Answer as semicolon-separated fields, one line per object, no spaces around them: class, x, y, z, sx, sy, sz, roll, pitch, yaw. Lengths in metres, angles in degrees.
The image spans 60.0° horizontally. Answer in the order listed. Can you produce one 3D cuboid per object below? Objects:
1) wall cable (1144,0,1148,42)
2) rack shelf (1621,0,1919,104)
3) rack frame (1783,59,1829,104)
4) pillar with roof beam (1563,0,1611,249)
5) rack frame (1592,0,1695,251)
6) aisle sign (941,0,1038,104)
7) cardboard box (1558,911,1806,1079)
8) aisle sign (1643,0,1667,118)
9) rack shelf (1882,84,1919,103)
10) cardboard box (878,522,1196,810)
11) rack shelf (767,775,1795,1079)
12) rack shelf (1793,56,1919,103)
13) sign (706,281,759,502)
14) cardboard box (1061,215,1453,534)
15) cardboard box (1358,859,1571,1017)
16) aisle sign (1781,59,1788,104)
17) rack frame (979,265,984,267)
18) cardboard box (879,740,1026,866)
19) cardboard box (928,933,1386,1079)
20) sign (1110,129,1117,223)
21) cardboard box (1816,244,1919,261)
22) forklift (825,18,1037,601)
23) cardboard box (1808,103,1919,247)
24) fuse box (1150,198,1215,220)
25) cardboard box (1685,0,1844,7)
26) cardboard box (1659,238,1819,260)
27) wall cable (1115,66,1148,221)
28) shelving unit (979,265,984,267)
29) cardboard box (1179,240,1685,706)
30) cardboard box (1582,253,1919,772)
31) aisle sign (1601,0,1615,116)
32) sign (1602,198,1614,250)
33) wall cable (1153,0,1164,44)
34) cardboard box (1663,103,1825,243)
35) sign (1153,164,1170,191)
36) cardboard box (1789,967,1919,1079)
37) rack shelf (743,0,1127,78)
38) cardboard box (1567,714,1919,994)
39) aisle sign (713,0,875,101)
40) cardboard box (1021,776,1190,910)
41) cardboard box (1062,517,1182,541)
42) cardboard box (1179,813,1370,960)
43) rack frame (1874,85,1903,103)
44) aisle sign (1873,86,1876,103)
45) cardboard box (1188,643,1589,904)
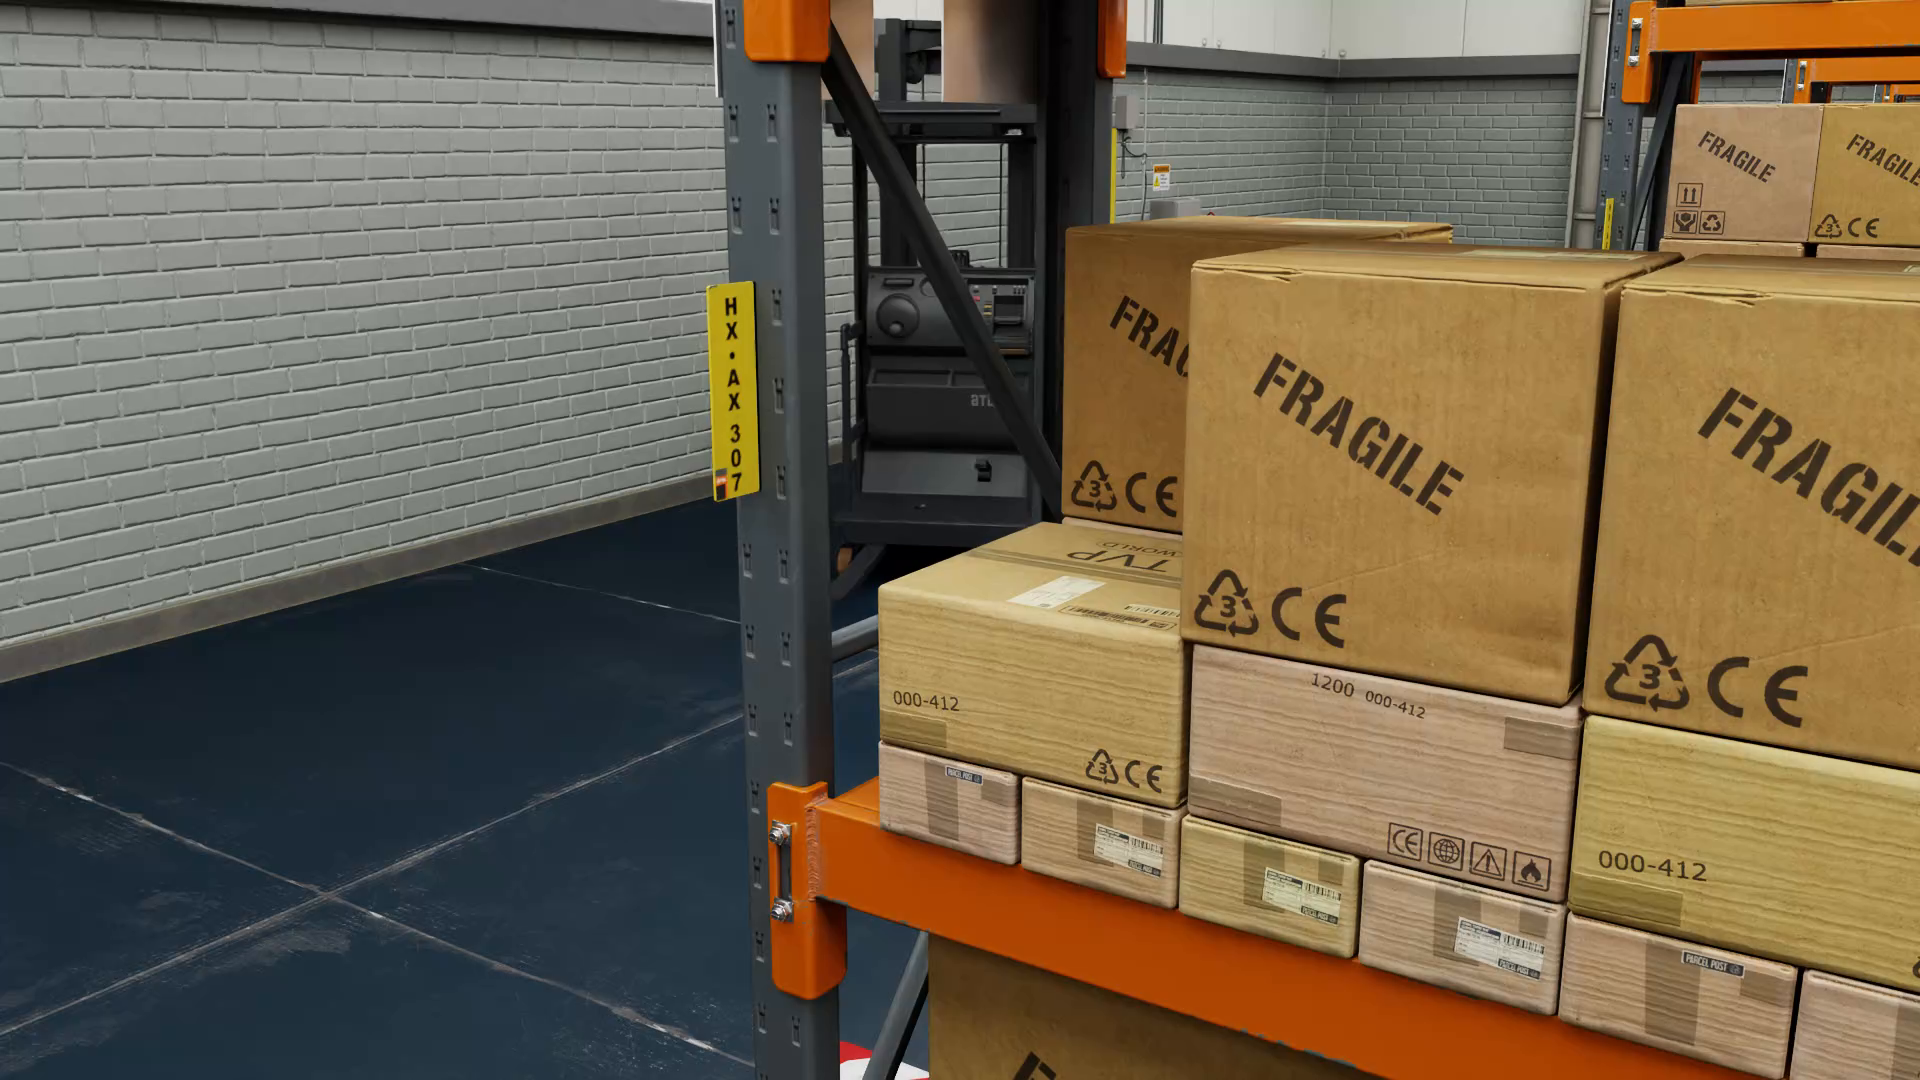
wall cable;1.047;-5.621;13.803;0.029;3.000;2.355;9;17;33
rack shelf;4.483;-1.691;5.665;4.000;0.370;1.077;9;17;33
rack frame;5.502;-1.853;11.065;0.127;3.000;1.000;9;17;33
pillar with roof beam;4.132;-5.438;13.063;0.400;9.000;9.100;9;17;33
rack frame;2.823;-0.852;7.023;0.127;3.000;1.000;9;17;33
aisle sign;0.079;-1.208;3.051;0.004;0.787;0.394;9;17;33
cardboard box;0.935;0.496;2.099;0.250;0.149;0.380;9;16;32
aisle sign;2.930;-2.184;6.992;0.004;0.787;0.394;9;17;33
rack shelf;9.928;-3.681;13.707;4.000;0.370;1.077;9;17;33
cardboard box;0.219;0.170;2.587;0.500;0.250;0.500;9;16;31
rack shelf;1.631;0.741;2.085;4.000;0.370;1.077;9;17;33
rack shelf;7.161;-2.691;9.707;4.000;0.370;1.077;9;17;33
sign;-0.344;-0.225;2.525;0.005;0.325;0.100;9;17;33
cardboard box;0.522;-0.299;2.922;0.500;0.500;0.500;9;17;33
cardboard box;0.725;0.462;2.238;0.250;0.149;0.380;9;16;32
aisle sign;5.280;-3.066;10.558;0.004;0.787;0.394;9;17;33
rack frame;0.090;-1.012;10.785;0.023;1.500;0.400;4;15;16
cardboard box;0.081;0.359;2.655;0.250;0.149;0.380;9;17;33
cardboard box;0.547;1.021;3.005;0.875;0.875;0.875;9;17;33
sign;0.285;-0.660;3.344;0.005;0.325;0.100;9;17;33
cardboard box;3.500;-0.863;6.240;0.500;0.500;0.500;9;17;33
forklift;-0.076;-1.276;8.880;1.130;2.935;3.031;2;14;8
cardboard box;3.470;-1.351;6.130;0.500;0.500;0.500;10;17;34
fuse box;2.103;-2.378;15.868;0.414;1.711;0.539;9;17;33
cardboard box;3.053;-2.124;6.231;0.500;0.250;0.500;10;17;35
cardboard box;3.041;-0.930;6.509;0.500;0.500;0.500;10;17;35
wall cable;1.592;-3.382;15.127;0.122;1.984;0.588;9;17;33
shelving unit;0.441;-0.988;10.685;0.755;1.500;0.431;4;15;16
cardboard box;0.633;-0.127;2.226;0.500;0.500;0.500;9;16;31
cardboard box;1.067;-0.059;1.951;0.500;0.500;0.500;9;16;31
aisle sign;2.595;-2.064;6.508;0.004;0.787;0.394;9;17;33
sign;2.520;-1.164;6.482;0.005;0.325;0.100;9;17;33
wall cable;2.633;-6.190;16.022;0.133;3.039;2.988;9;17;33
cardboard box;3.047;-1.417;6.398;0.500;0.500;0.500;9;17;32
sign;1.901;-3.421;15.682;0.001;0.242;0.339;9;17;33
cardboard box;1.150;0.531;1.960;0.250;0.149;0.380;9;16;32
rack shelf;1.631;-0.715;1.725;4.000;0.370;1.077;9;17;33
cardboard box;1.069;0.306;2.036;0.500;0.250;0.500;9;16;31
aisle sign;-0.256;-1.088;2.568;0.004;0.787;0.394;9;17;33
cardboard box;0.295;0.393;2.517;0.250;0.149;0.380;9;16;32
cardboard box;0.521;0.064;3.016;0.500;0.250;0.500;9;16;32
cardboard box;0.508;0.427;2.378;0.250;0.149;0.380;9;16;31
rack frame;8.269;-2.843;15.065;0.127;3.000;1.000;9;17;33
aisle sign;8.048;-4.055;14.553;0.004;0.787;0.394;9;17;33
cardboard box;0.654;0.238;2.311;0.500;0.250;0.500;9;16;32
